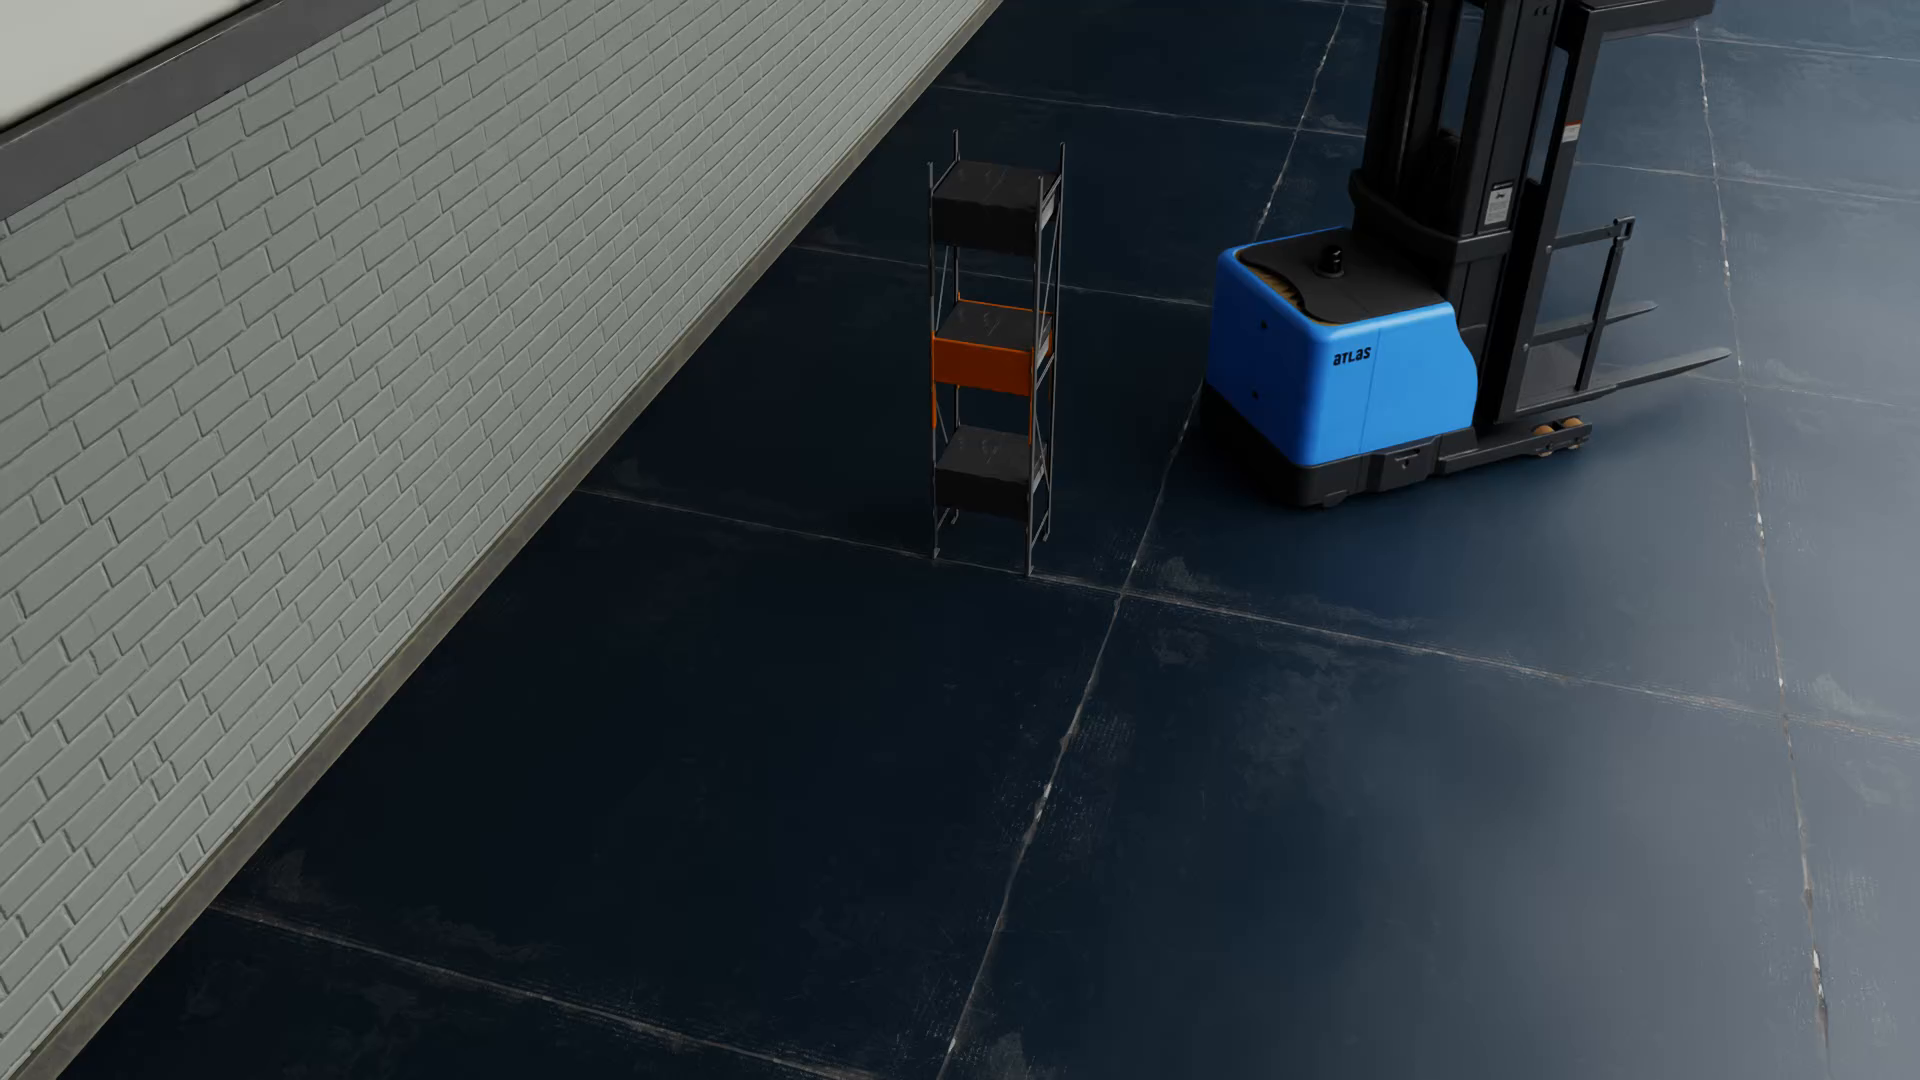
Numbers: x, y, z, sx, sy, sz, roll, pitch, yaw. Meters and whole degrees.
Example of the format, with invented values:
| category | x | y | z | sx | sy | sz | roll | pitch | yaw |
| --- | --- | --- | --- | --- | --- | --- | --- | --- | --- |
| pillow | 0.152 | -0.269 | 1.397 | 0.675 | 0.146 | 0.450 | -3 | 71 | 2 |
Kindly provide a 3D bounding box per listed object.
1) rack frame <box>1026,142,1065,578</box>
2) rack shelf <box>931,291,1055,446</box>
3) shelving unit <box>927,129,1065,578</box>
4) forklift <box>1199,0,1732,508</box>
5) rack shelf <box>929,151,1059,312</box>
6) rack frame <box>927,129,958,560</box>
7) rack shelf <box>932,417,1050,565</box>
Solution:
| category | x | y | z | sx | sy | sz | roll | pitch | yaw |
| --- | --- | --- | --- | --- | --- | --- | --- | --- | --- |
| rack frame | 0.391 | -0.773 | 7.714 | 0.015 | 2.100 | 0.400 | 10 | 38 | 14 |
| rack shelf | 0.158 | -0.805 | 7.781 | 0.480 | 0.518 | 0.431 | 10 | 38 | 14 |
| shelving unit | 0.158 | -0.816 | 7.773 | 0.503 | 2.100 | 0.431 | 10 | 38 | 14 |
| forklift | 2.898 | -1.908 | 8.555 | 3.031 | 2.935 | 1.130 | -14 | 39 | -18 |
| rack shelf | 0.158 | -1.369 | 7.366 | 0.480 | 0.518 | 0.431 | 10 | 38 | 14 |
| rack frame | -0.075 | -0.860 | 7.831 | 0.015 | 2.100 | 0.400 | 10 | 38 | 14 |
| rack shelf | 0.158 | -0.242 | 8.196 | 0.480 | 0.518 | 0.431 | 10 | 38 | 14 |
